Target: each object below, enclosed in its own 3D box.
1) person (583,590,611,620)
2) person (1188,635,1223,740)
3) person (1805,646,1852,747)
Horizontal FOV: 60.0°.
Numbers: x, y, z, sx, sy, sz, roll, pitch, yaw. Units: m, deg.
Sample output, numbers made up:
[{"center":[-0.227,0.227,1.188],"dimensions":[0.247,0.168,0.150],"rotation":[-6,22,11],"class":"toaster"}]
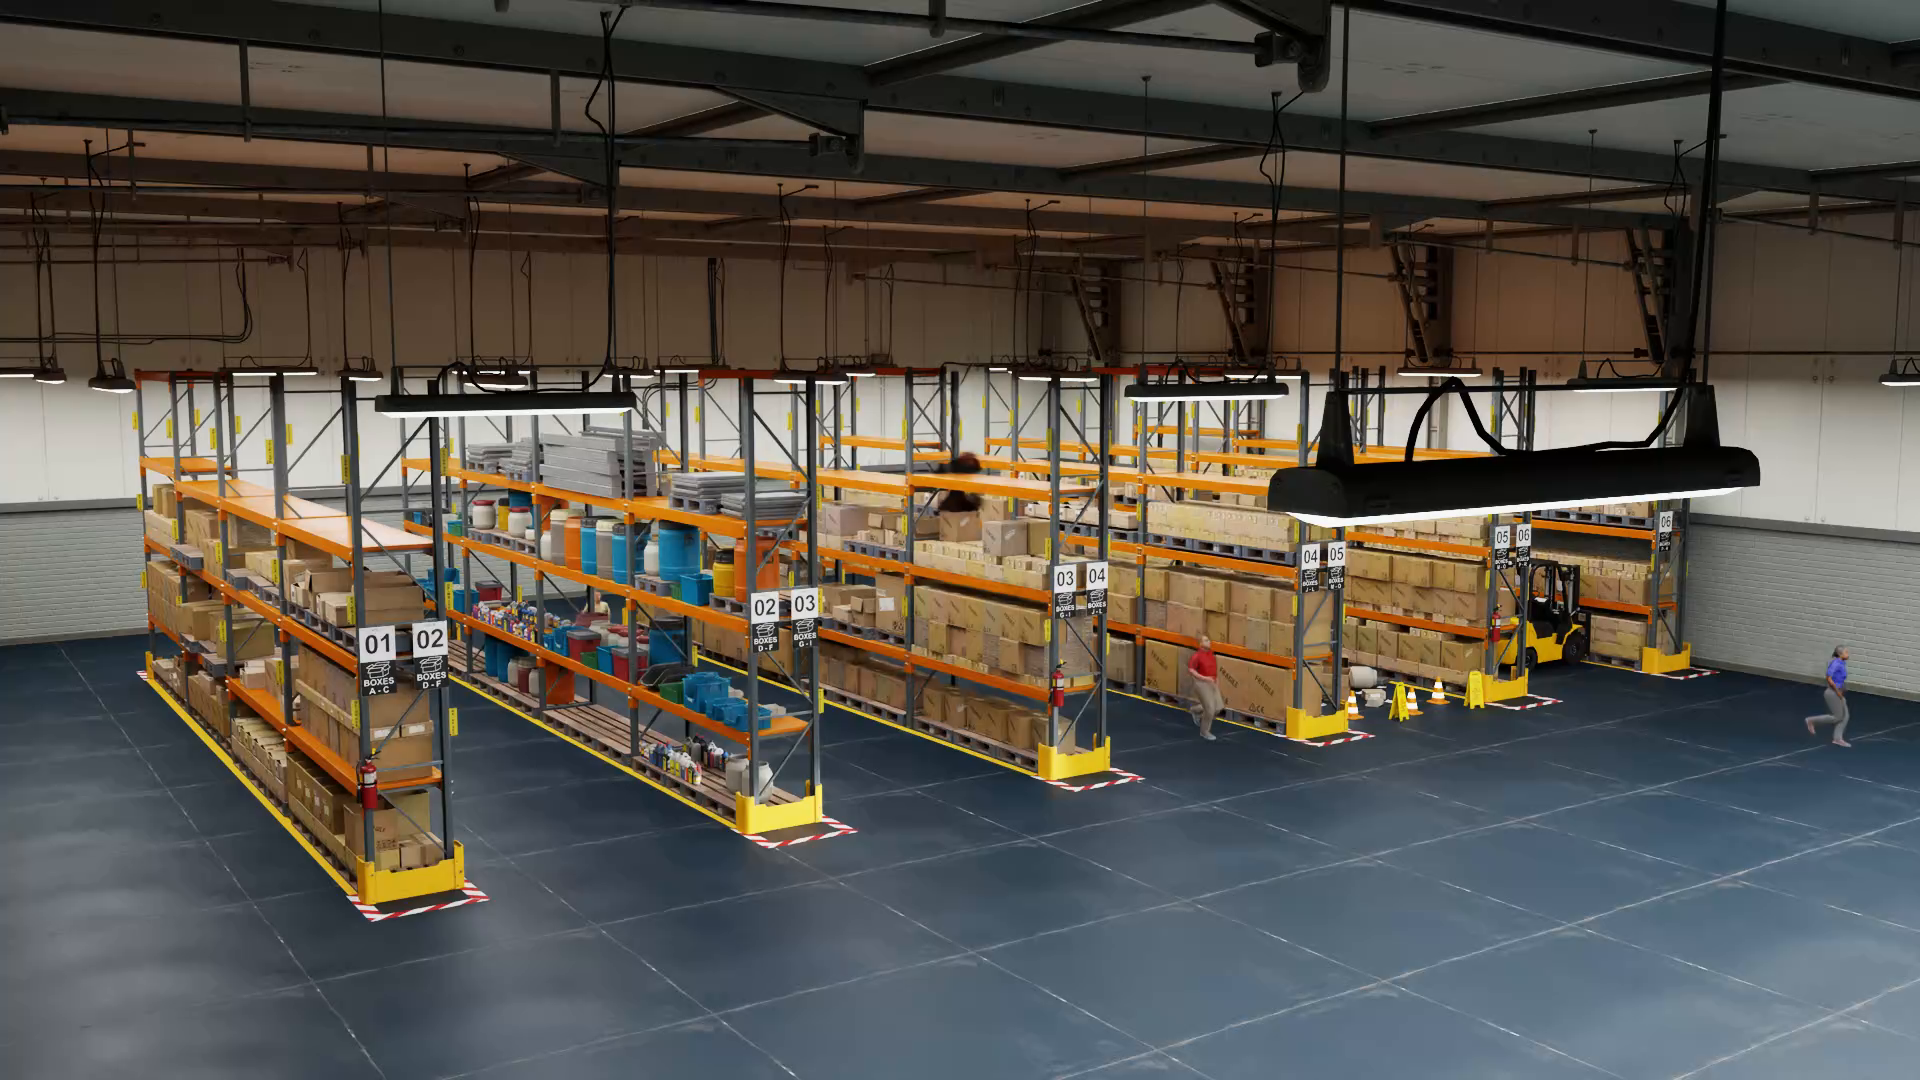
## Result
[{"center":[-7.175,1.799,32.978],"dimensions":[0.572,1.666,0.802],"rotation":[-4,8,-35],"class":"person"},{"center":[4.003,2.394,27.139],"dimensions":[0.563,1.686,0.709],"rotation":[5,8,39],"class":"person"},{"center":[14.108,2.507,26.935],"dimensions":[0.689,1.628,0.598],"rotation":[4,8,31],"class":"person"}]
